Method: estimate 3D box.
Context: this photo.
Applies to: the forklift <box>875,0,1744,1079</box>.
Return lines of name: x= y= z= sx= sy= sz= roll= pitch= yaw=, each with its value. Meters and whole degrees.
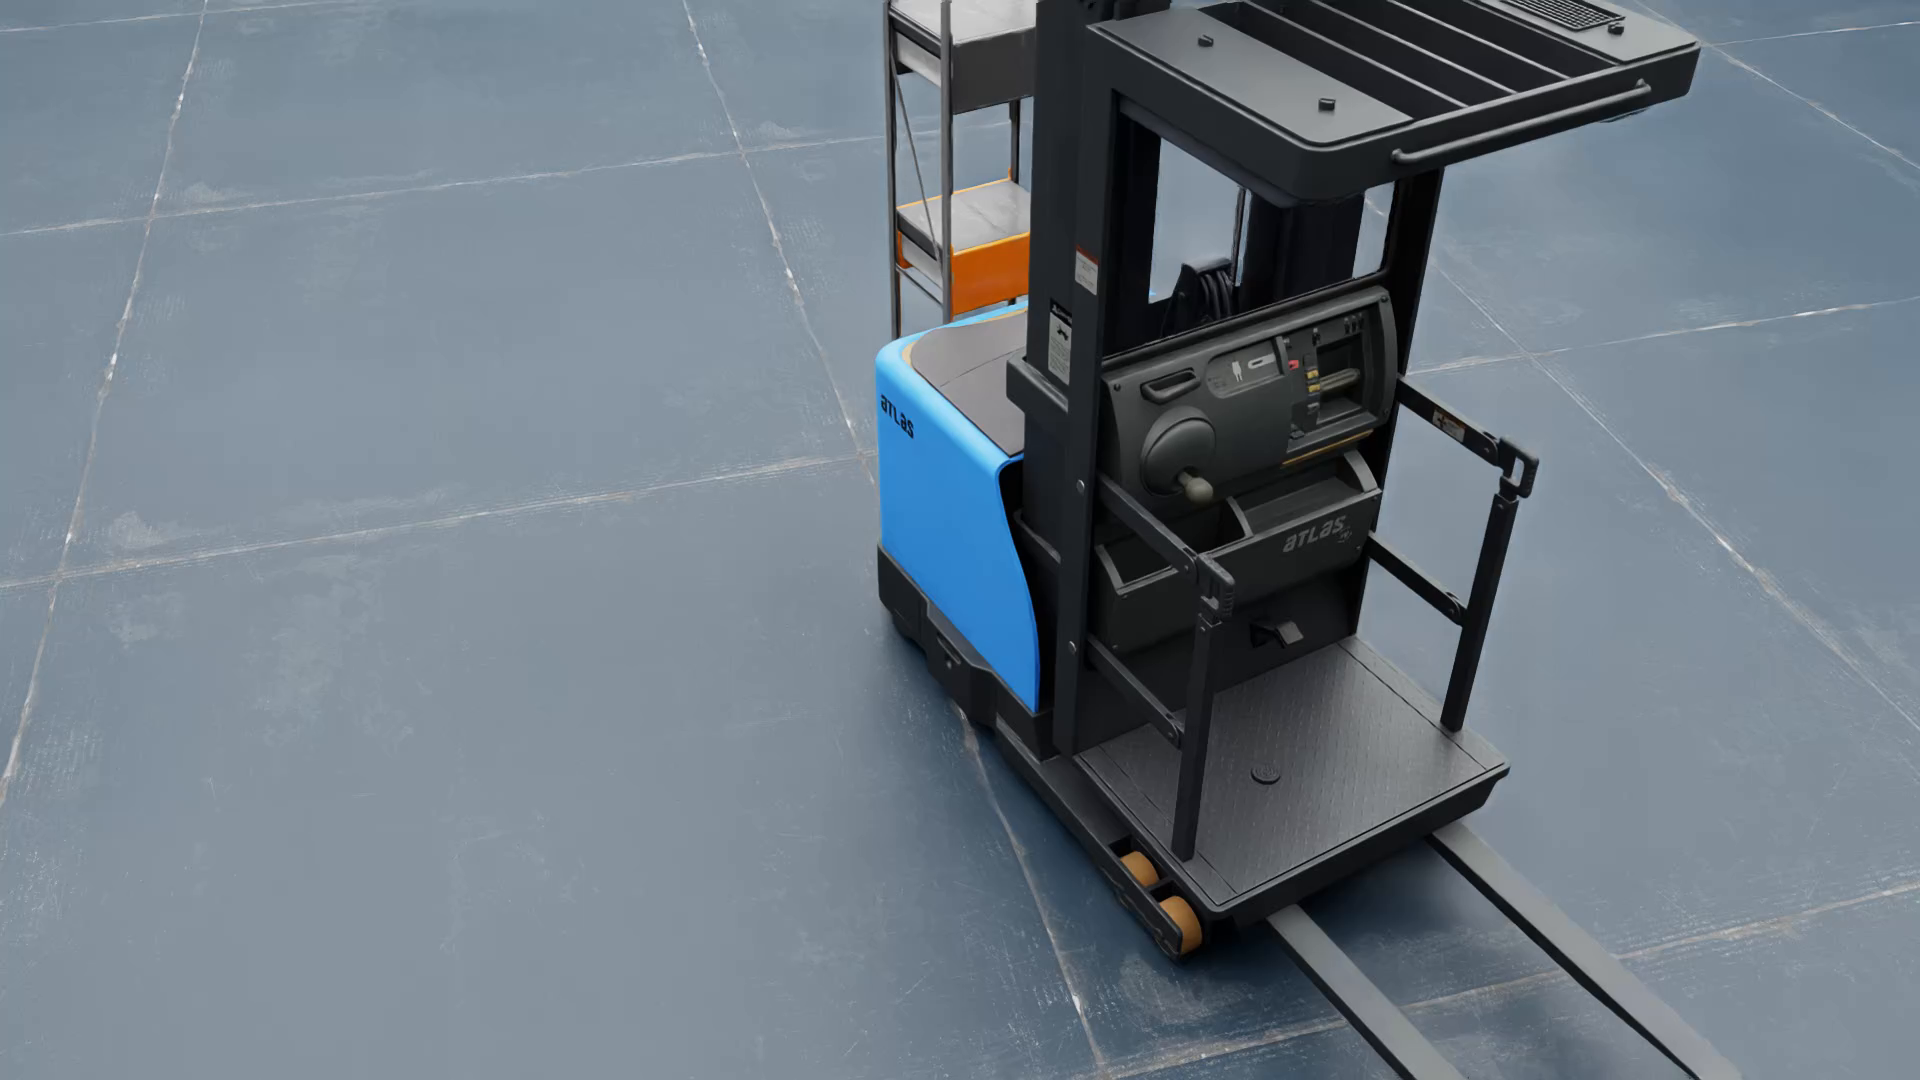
forklift: x=0.895 y=-0.312 z=4.245 sx=1.130 sy=2.935 sz=3.031 roll=-20 pitch=42 yaw=-24

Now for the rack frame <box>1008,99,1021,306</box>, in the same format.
rack frame: x=0.284 y=-1.005 z=5.835 sx=0.015 sy=2.100 sz=0.400 roll=-20 pitch=42 yaw=-24

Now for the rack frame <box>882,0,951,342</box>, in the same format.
rack frame: x=-0.136 y=-0.854 z=5.638 sx=0.015 sy=2.100 sz=0.400 roll=-20 pitch=42 yaw=-24

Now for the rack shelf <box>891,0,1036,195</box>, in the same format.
rack shelf: x=0.074 y=-1.475 z=5.320 sx=0.480 sy=0.518 sz=0.431 roll=-20 pitch=42 yaw=-24

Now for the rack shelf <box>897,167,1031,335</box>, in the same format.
rack shelf: x=0.074 y=-0.919 z=5.745 sx=0.480 sy=0.518 sz=0.431 roll=-20 pitch=42 yaw=-24

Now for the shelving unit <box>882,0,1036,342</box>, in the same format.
shelving unit: x=0.074 y=-0.929 z=5.737 sx=0.503 sy=2.100 sz=0.431 roll=-20 pitch=42 yaw=-24
